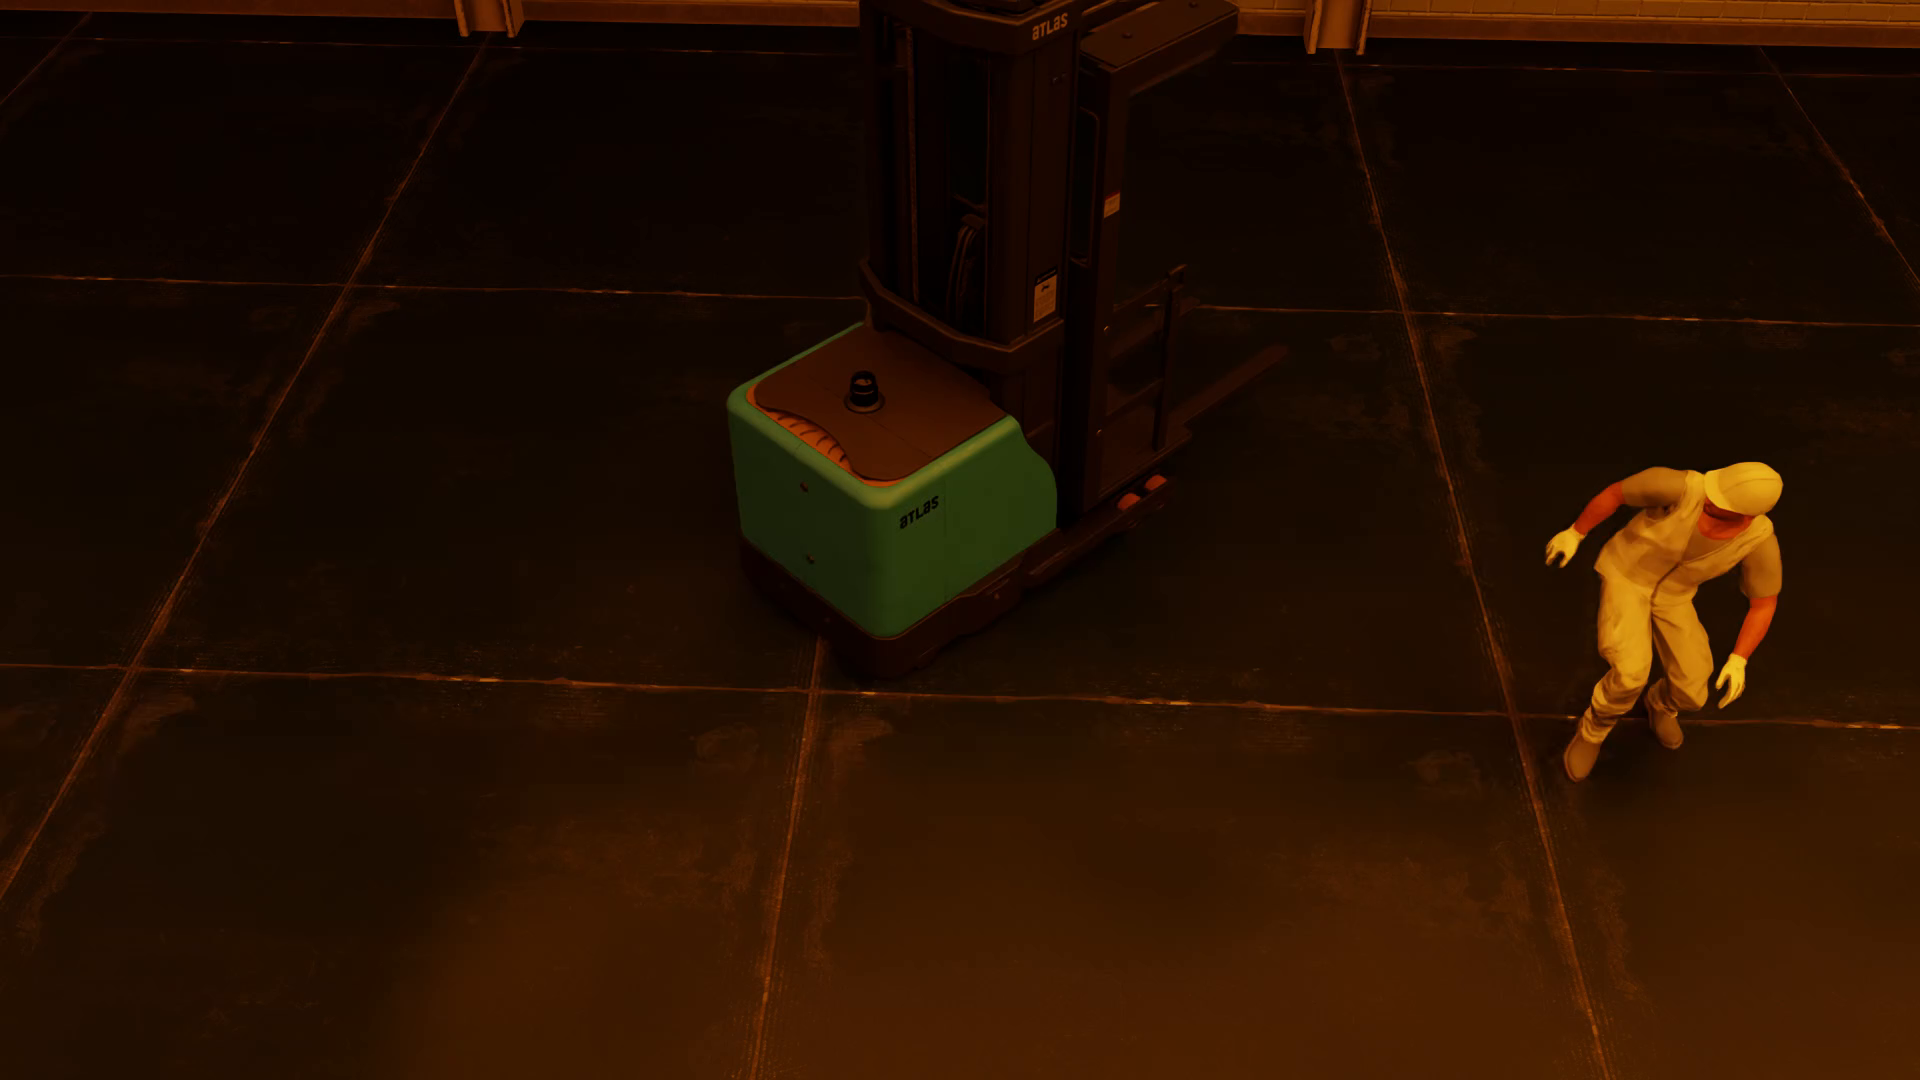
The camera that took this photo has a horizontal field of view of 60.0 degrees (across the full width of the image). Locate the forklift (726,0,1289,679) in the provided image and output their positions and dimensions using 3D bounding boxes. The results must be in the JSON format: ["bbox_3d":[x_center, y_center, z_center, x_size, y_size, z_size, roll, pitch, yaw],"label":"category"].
[{"bbox_3d":[0.402,-1.367,7.239,3.031,2.935,1.130,-33,52,-31],"label":"forklift"}]

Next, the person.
[{"bbox_3d":[2.729,0.271,6.499,0.789,1.550,0.738,6,43,6],"label":"person"}]
